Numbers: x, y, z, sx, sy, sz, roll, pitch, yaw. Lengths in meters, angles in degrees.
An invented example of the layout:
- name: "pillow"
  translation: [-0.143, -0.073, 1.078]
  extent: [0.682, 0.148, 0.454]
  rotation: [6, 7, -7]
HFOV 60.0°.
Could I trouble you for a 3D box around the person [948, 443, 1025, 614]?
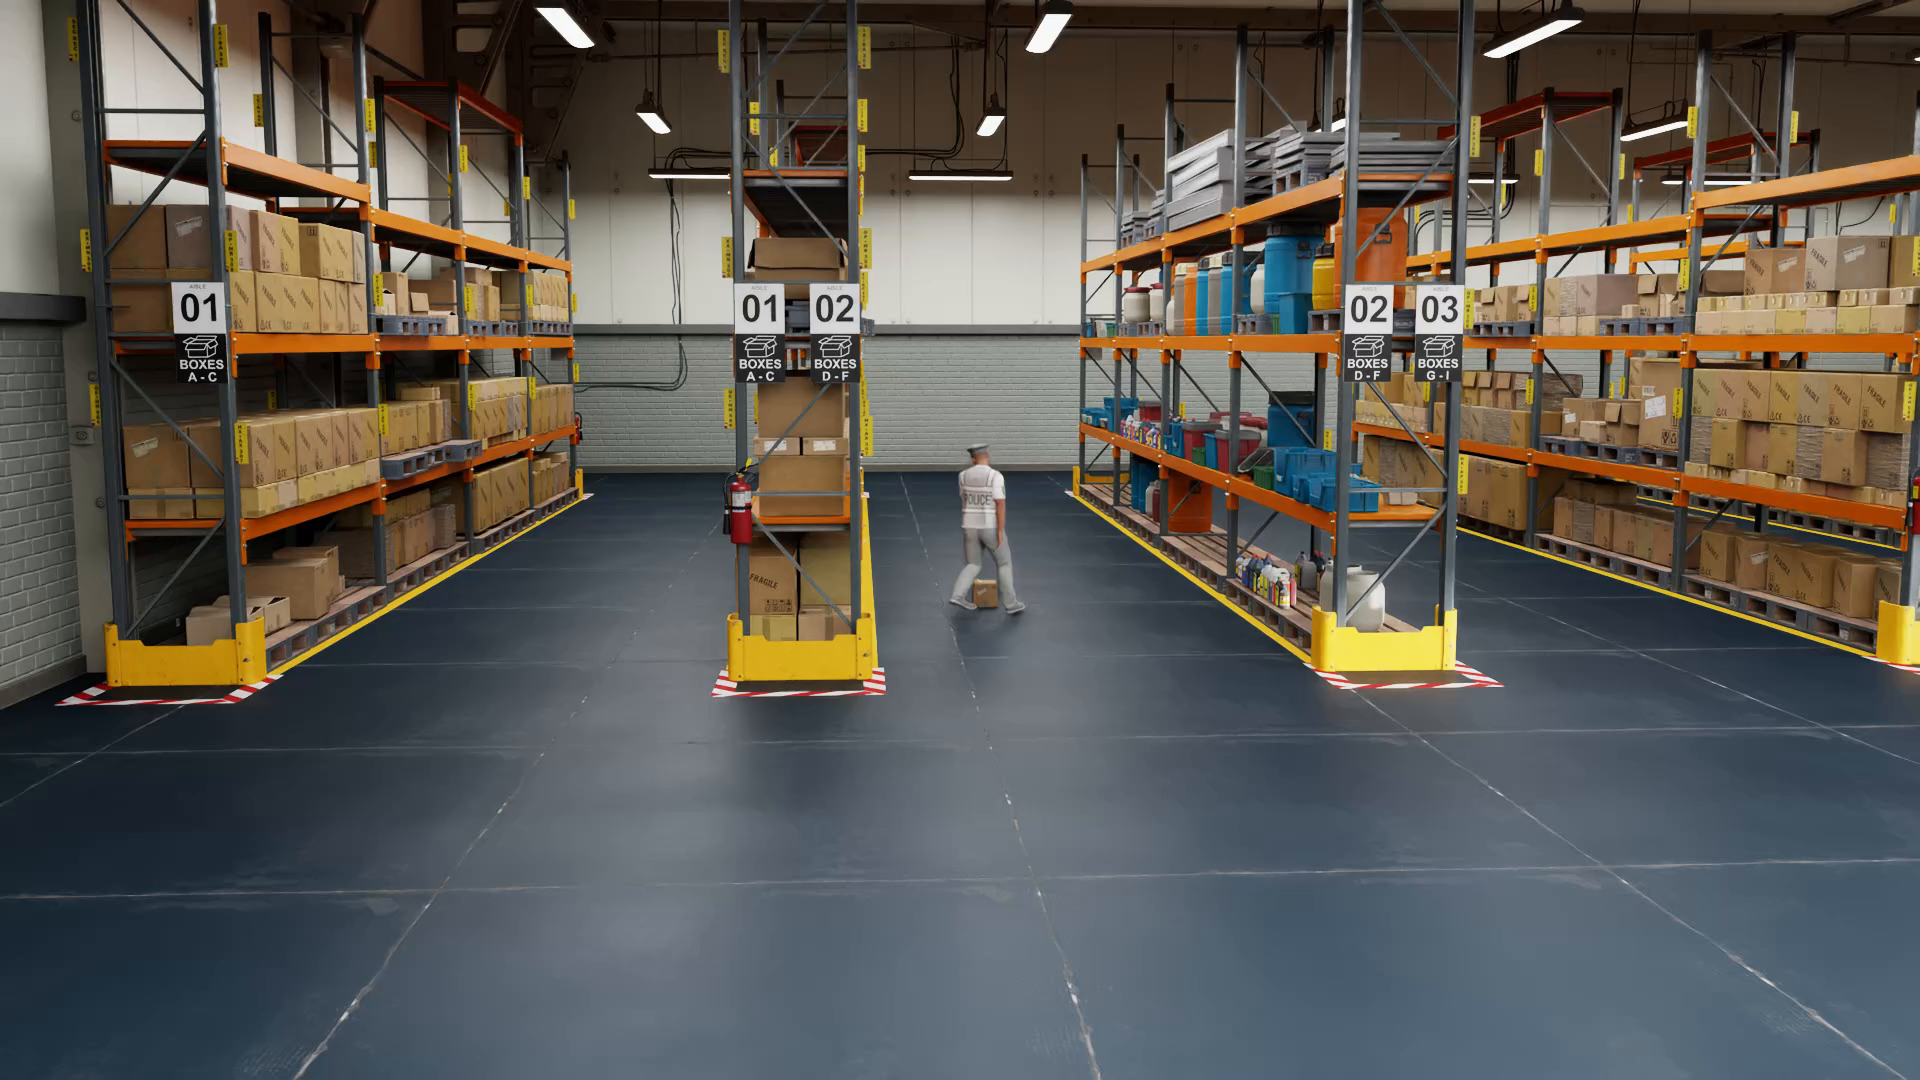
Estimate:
- name: "person"
  translation: [0.257, -0.112, 16.660]
  extent: [0.580, 1.709, 0.783]
  rotation: [3, 8, 27]
